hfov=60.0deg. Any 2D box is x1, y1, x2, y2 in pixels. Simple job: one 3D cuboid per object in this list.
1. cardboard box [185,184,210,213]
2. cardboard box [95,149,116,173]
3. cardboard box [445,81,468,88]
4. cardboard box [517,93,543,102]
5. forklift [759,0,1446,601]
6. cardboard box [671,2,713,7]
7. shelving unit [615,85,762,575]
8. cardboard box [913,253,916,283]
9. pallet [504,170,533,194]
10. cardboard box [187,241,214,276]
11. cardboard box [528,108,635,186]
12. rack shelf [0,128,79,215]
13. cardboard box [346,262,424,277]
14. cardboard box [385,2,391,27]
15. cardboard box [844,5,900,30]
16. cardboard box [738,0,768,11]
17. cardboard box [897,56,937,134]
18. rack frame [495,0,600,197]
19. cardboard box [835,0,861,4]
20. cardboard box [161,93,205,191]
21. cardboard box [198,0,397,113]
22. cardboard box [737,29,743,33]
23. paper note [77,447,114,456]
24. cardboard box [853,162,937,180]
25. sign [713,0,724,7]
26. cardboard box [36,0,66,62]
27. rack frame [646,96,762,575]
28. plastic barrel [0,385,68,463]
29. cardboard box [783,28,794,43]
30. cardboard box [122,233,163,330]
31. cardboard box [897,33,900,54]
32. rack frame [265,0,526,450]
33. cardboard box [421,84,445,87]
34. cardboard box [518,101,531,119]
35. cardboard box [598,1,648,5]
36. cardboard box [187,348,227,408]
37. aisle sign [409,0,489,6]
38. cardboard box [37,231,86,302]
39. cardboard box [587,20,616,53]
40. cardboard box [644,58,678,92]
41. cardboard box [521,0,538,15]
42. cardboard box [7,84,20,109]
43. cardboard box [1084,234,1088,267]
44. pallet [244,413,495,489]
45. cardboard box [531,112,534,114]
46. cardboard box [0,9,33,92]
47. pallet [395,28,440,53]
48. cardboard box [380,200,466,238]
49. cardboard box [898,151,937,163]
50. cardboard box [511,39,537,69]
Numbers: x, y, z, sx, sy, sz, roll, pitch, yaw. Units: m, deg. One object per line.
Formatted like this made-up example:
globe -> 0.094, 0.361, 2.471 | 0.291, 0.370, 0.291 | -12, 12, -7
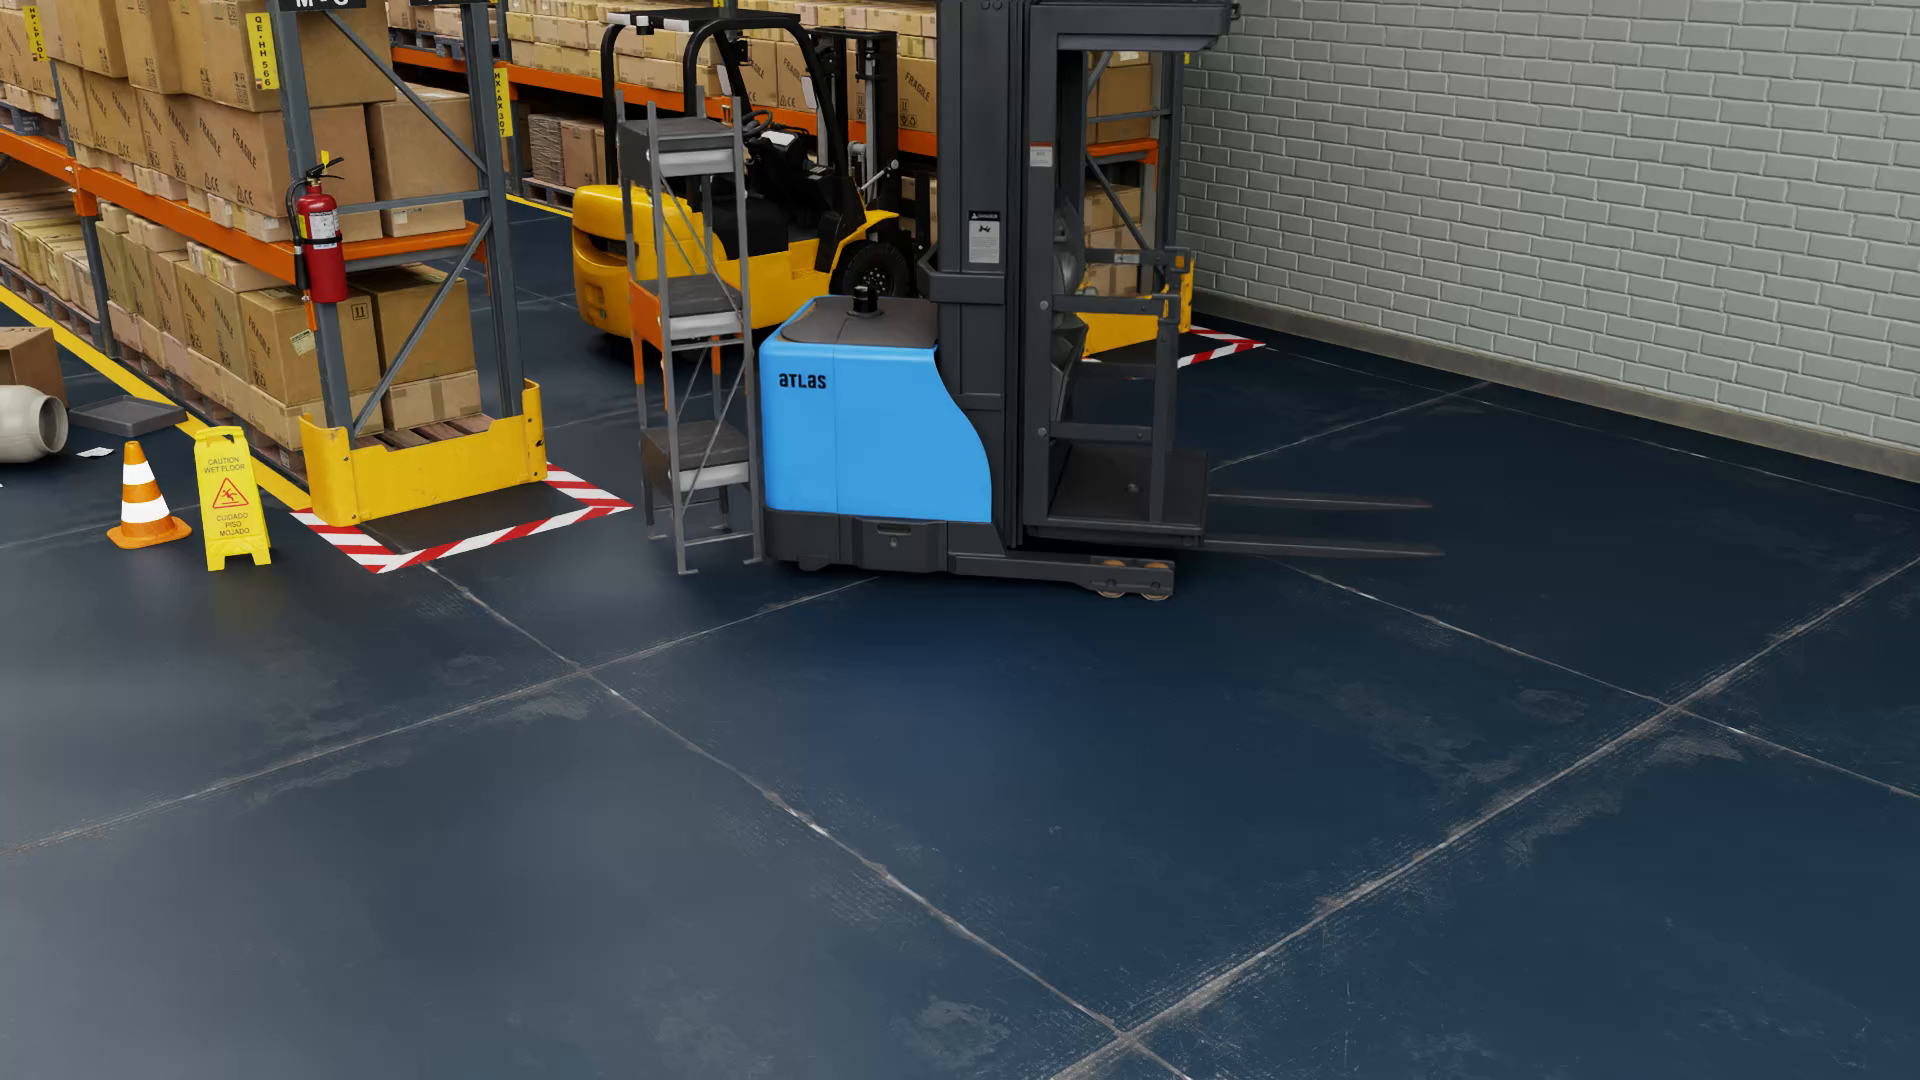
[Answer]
cardboard box -> -3.964, -1.888, 9.035 | 0.380, 0.149, 0.250 | -18, 28, -38
cardboard box -> -5.114, -2.383, 10.299 | 0.380, 0.149, 0.250 | -16, 27, -36
cardboard box -> -5.619, -5.124, 18.916 | 0.380, 0.149, 0.250 | -17, 27, -36
cardboard box -> -4.614, -4.690, 17.807 | 0.380, 0.149, 0.250 | -17, 27, -37
forklift -> 0.669, -1.306, 7.298 | 3.031, 2.935, 1.130 | 4, 22, 9
cardboard box -> -2.382, -4.765, 15.010 | 0.380, 0.149, 0.250 | -18, 27, -38
shelving unit -> -1.211, -0.931, 7.482 | 0.431, 2.100, 0.503 | -10, 24, -24
cardboard box -> -0.095, -2.048, 12.294 | 0.500, 0.250, 0.500 | -17, 27, -37
pallet -> -4.593, -3.925, 17.716 | 1.003, 0.211, 1.213 | -17, 27, -37
cardboard box -> -4.013, -1.570, 9.156 | 0.380, 0.149, 0.250 | -16, 27, -35
cardboard box -> -3.737, -3.923, 16.566 | 0.875, 0.625, 0.625 | -16, 27, -36
rack shelf -> -6.586, -2.938, 12.359 | 1.077, 0.370, 4.000 | -17, 27, -37
cardboard box -> -3.348, -1.318, 9.403 | 0.500, 0.500, 0.500 | -19, 28, -39
cardboard box -> -6.129, -5.771, 18.214 | 0.396, 0.266, 0.258 | -16, 26, -35
cardboard box -> -0.639, -3.895, 12.380 | 0.380, 0.149, 0.250 | -18, 27, -38
cardboard box -> -1.540, -4.232, 13.241 | 0.380, 0.149, 0.250 | -17, 27, -36
cardboard box -> -0.099, -3.205, 11.917 | 0.500, 0.500, 0.500 | -18, 28, -38
rack frame -> -4.134, -5.008, 16.658 | 1.000, 3.000, 0.127 | -17, 27, -37
cardboard box -> -0.770, -4.225, 13.223 | 0.380, 0.149, 0.250 | -18, 28, -38
cardboard box -> -3.880, -2.163, 8.849 | 0.500, 0.500, 0.500 | -18, 27, -38
cardboard box -> -3.169, -2.355, 7.968 | 0.700, 0.500, 0.500 | -18, 28, -39
cardboard box -> -1.914, -4.293, 13.806 | 0.380, 0.149, 0.250 | -16, 27, -36
paper note -> -4.777, -0.491, 9.195 | 0.148, 0.019, 0.142 | 12, 24, 27
cardboard box -> -0.449, -2.650, 12.461 | 0.500, 0.250, 0.500 | -18, 28, -38
sign -> -1.928, -4.274, 13.303 | 0.100, 0.325, 0.005 | -17, 27, -37
cardboard box -> -5.158, -3.198, 10.120 | 0.700, 0.500, 0.500 | -18, 28, -38
rack frame -> -1.104, -0.851, 7.278 | 0.400, 2.100, 0.015 | -10, 24, -24
plastic barrel -> -5.165, -0.626, 9.002 | 0.512, 0.421, 0.421 | 0, 21, -1
cardboard box -> -1.153, -3.965, 12.967 | 0.380, 0.149, 0.250 | -18, 27, -38
cardboard box -> -4.742, -1.613, 10.154 | 0.500, 0.500, 0.500 | -16, 27, -35
cardboard box -> -0.301, -3.615, 12.074 | 0.380, 0.149, 0.250 | -18, 27, -38
rack frame -> -2.670, -1.615, 7.995 | 1.000, 3.000, 0.127 | -17, 27, -37
cardboard box -> -5.973, -5.008, 18.619 | 0.380, 0.149, 0.250 | -18, 27, -38
cardboard box -> -4.648, -4.418, 17.114 | 0.380, 0.149, 0.250 | -19, 28, -40
cardboard box -> -3.056, -4.796, 15.089 | 0.380, 0.149, 0.250 | -17, 27, -37
cardboard box -> -4.079, -0.978, 9.563 | 0.500, 0.250, 0.500 | -19, 28, -39
aisle sign -> -2.395, -2.883, 7.666 | 0.394, 0.787, 0.004 | -17, 27, -37
cardboard box -> -6.097, -2.035, 12.093 | 0.950, 0.372, 0.625 | -15, 26, -34
cardboard box -> -3.023, -4.568, 15.054 | 0.500, 0.250, 0.500 | -17, 27, -37
cardboard box -> -2.383, -4.048, 14.412 | 0.500, 0.250, 0.500 | -18, 27, -38
cardboard box -> -3.974, -5.125, 15.930 | 0.380, 0.149, 0.250 | -17, 27, -36
cardboard box -> -6.349, -3.085, 11.516 | 0.380, 0.149, 0.250 | -17, 27, -37
cardboard box -> 0.533, -2.006, 11.502 | 0.500, 0.250, 0.500 | -18, 28, -38
pallet -> -3.223, -0.571, 9.152 | 1.003, 0.211, 1.213 | -17, 27, -37
cardboard box -> -4.502, -4.363, 17.863 | 0.500, 0.500, 0.500 | -17, 27, -37
cardboard box -> -6.081, -3.311, 11.203 | 0.500, 0.500, 0.500 | -17, 27, -37
pallet -> -5.407, -5.455, 18.062 | 1.003, 0.211, 1.213 | -17, 27, -37
cardboard box -> -2.735, -1.642, 8.407 | 0.380, 0.149, 0.250 | -17, 27, -37
cardboard box -> -0.393, -2.915, 13.136 | 0.500, 0.250, 0.500 | -17, 27, -37
cardboard box -> -4.030, -4.758, 16.224 | 0.500, 0.250, 0.500 | -17, 27, -37
